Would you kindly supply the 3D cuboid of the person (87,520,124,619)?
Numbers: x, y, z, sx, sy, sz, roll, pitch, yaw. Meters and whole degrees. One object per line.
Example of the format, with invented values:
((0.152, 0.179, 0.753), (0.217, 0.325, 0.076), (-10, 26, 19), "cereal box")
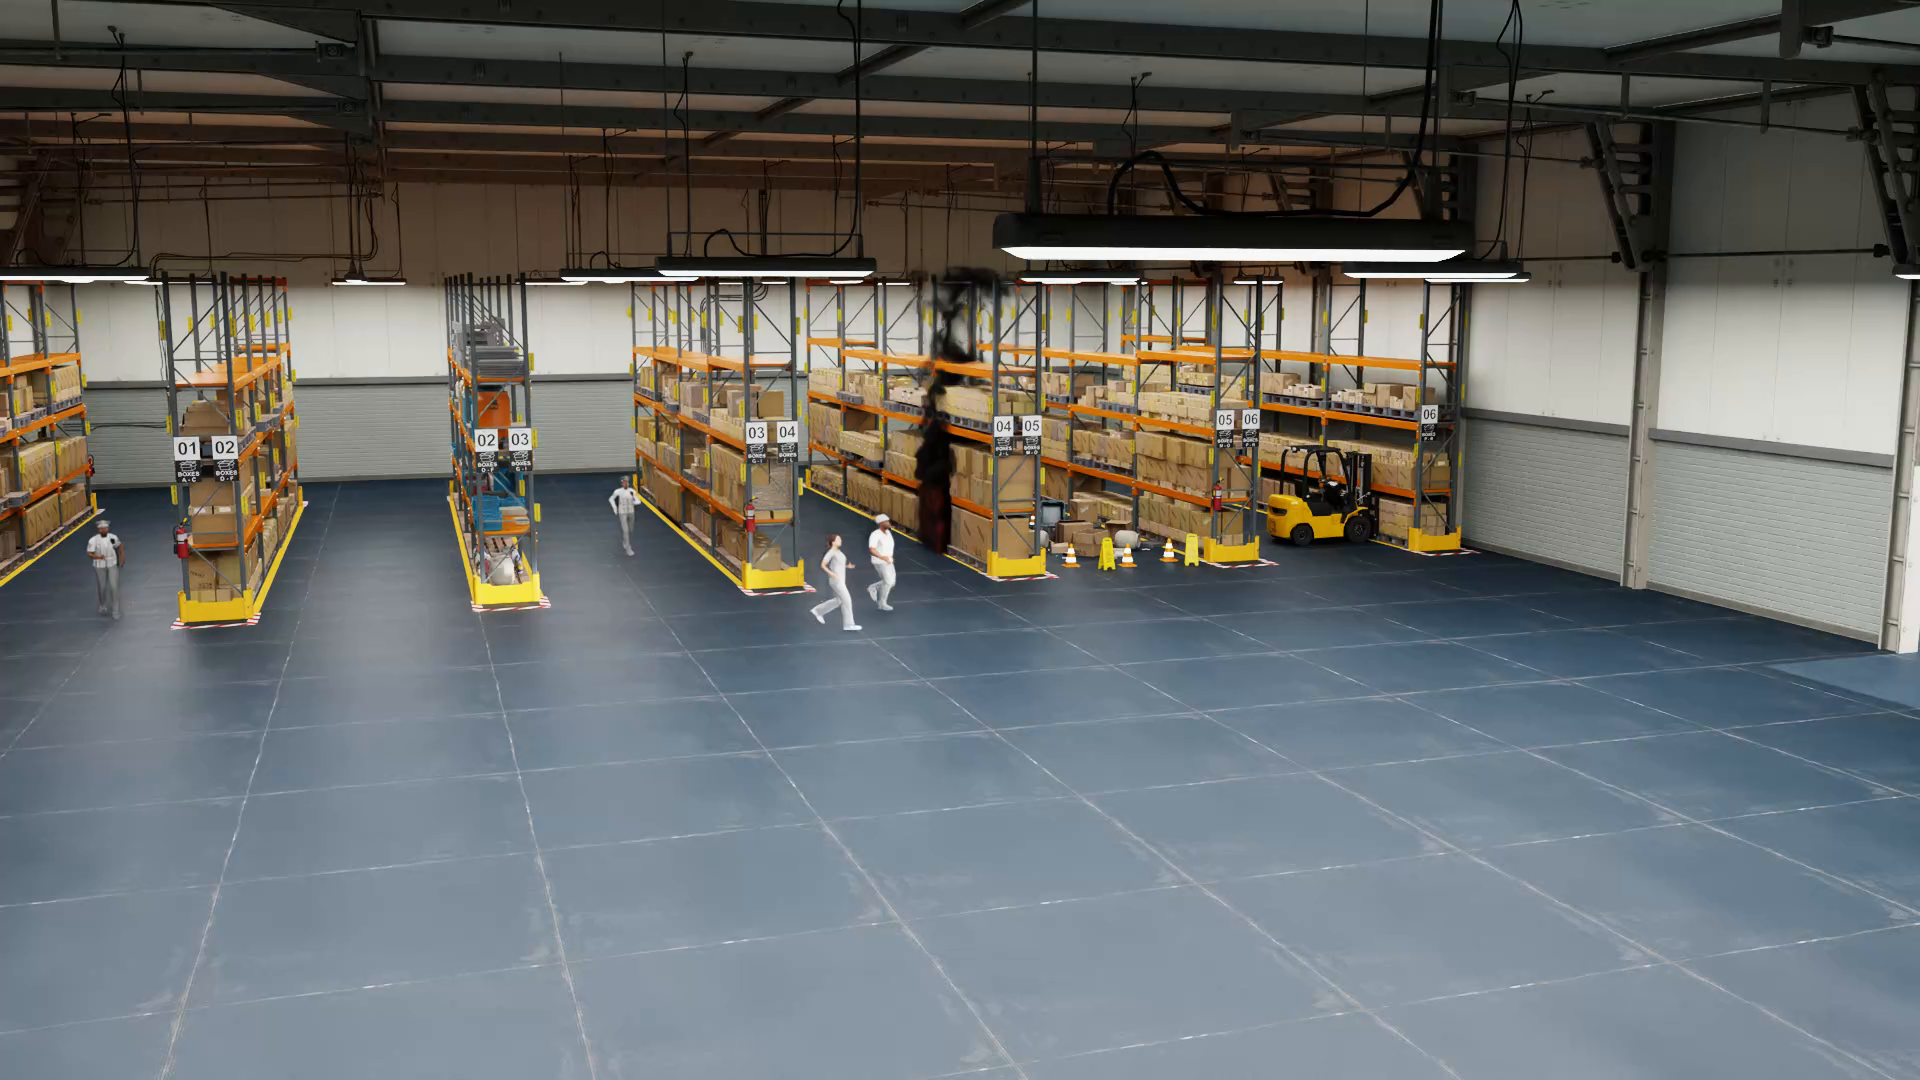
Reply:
((-14.987, 0.506, 29.198), (0.596, 1.760, 0.766), (-5, 10, -32), "person")

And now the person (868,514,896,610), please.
((-1.415, 0.386, 29.854), (0.609, 1.722, 0.726), (4, 9, 23), "person")

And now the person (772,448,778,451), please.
((-4.915, -2.074, 45.702), (0.685, 1.805, 0.936), (-2, 9, -13), "person")

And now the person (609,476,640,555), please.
((-7.232, -0.564, 36.058), (0.611, 1.681, 0.921), (-5, 10, -30), "person")

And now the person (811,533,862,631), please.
((-2.095, 0.744, 27.973), (0.896, 1.550, 0.576), (2, 9, 11), "person")
